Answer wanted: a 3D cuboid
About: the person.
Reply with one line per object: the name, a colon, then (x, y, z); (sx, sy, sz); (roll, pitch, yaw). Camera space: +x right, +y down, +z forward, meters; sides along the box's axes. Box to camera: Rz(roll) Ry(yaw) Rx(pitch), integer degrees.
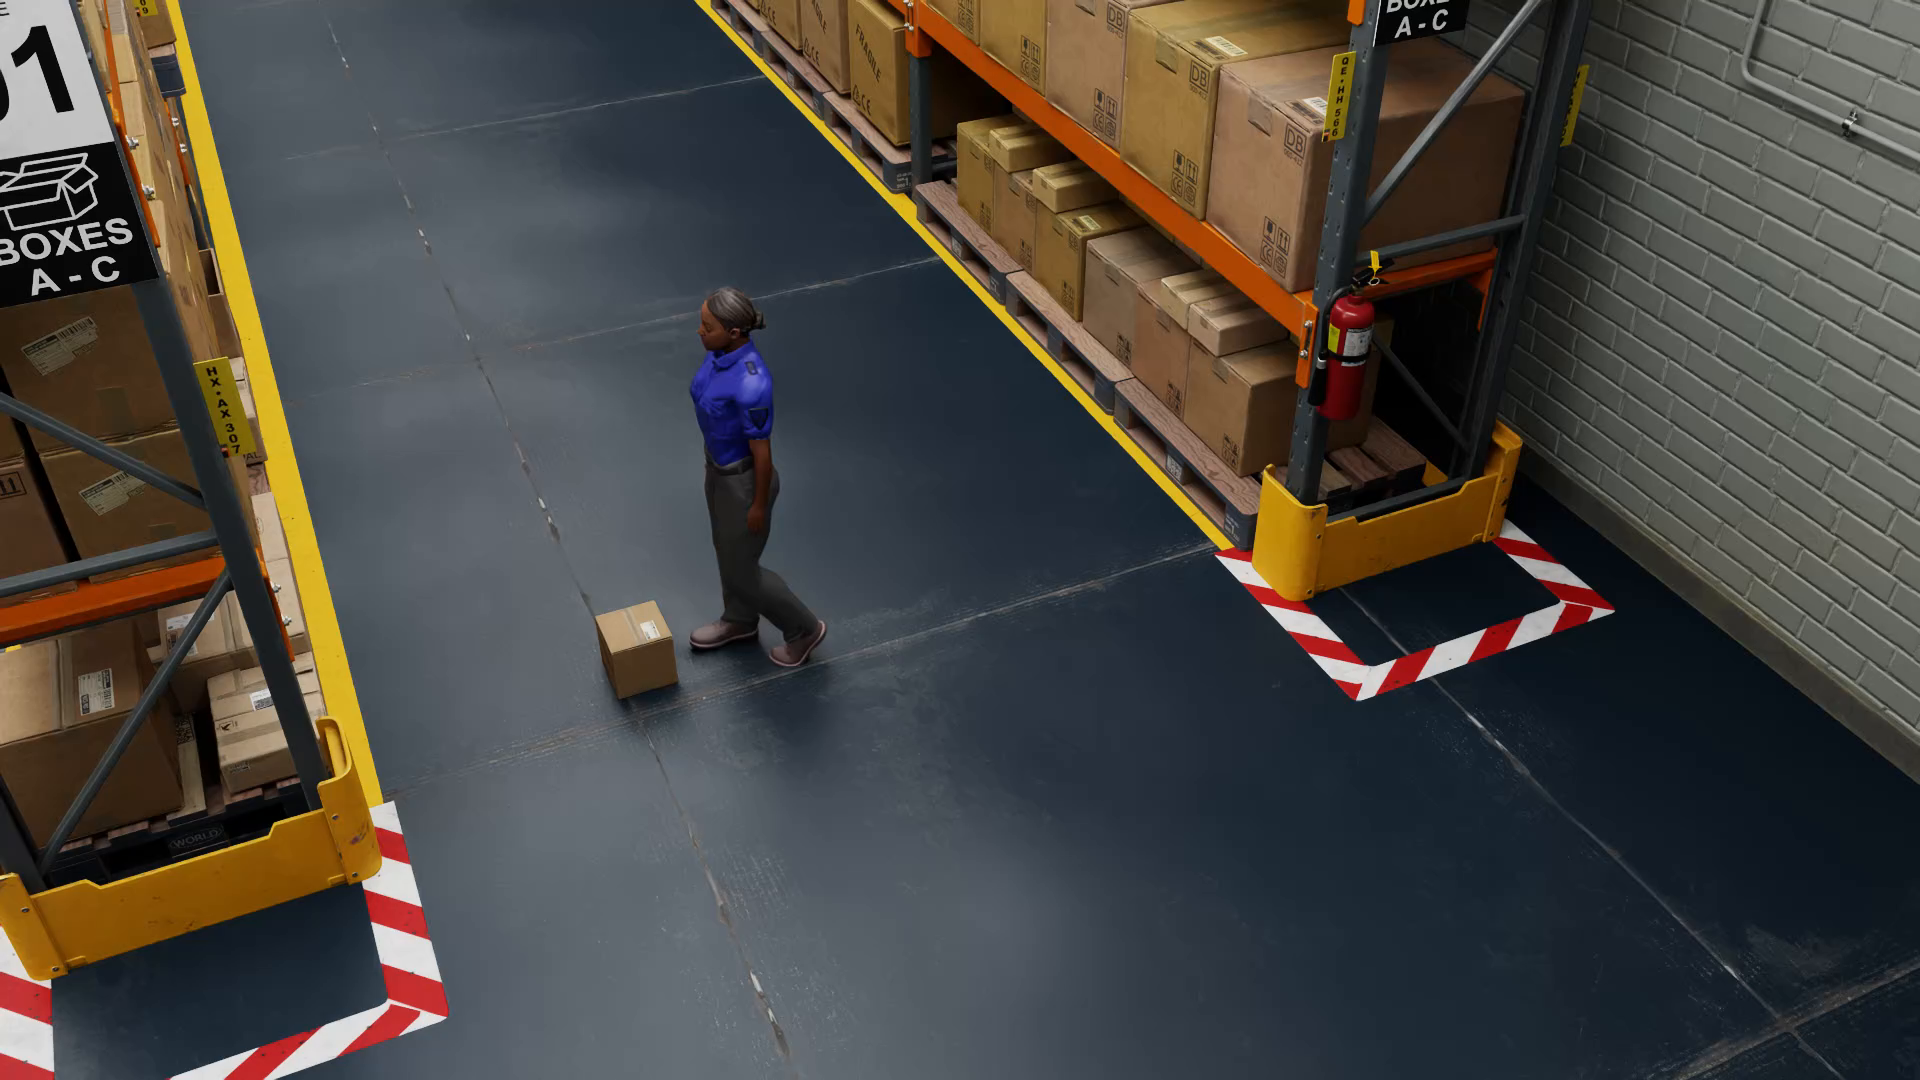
person: (-0.861, -0.241, 6.472); (0.536, 1.674, 0.480); (-12, 39, -15)
